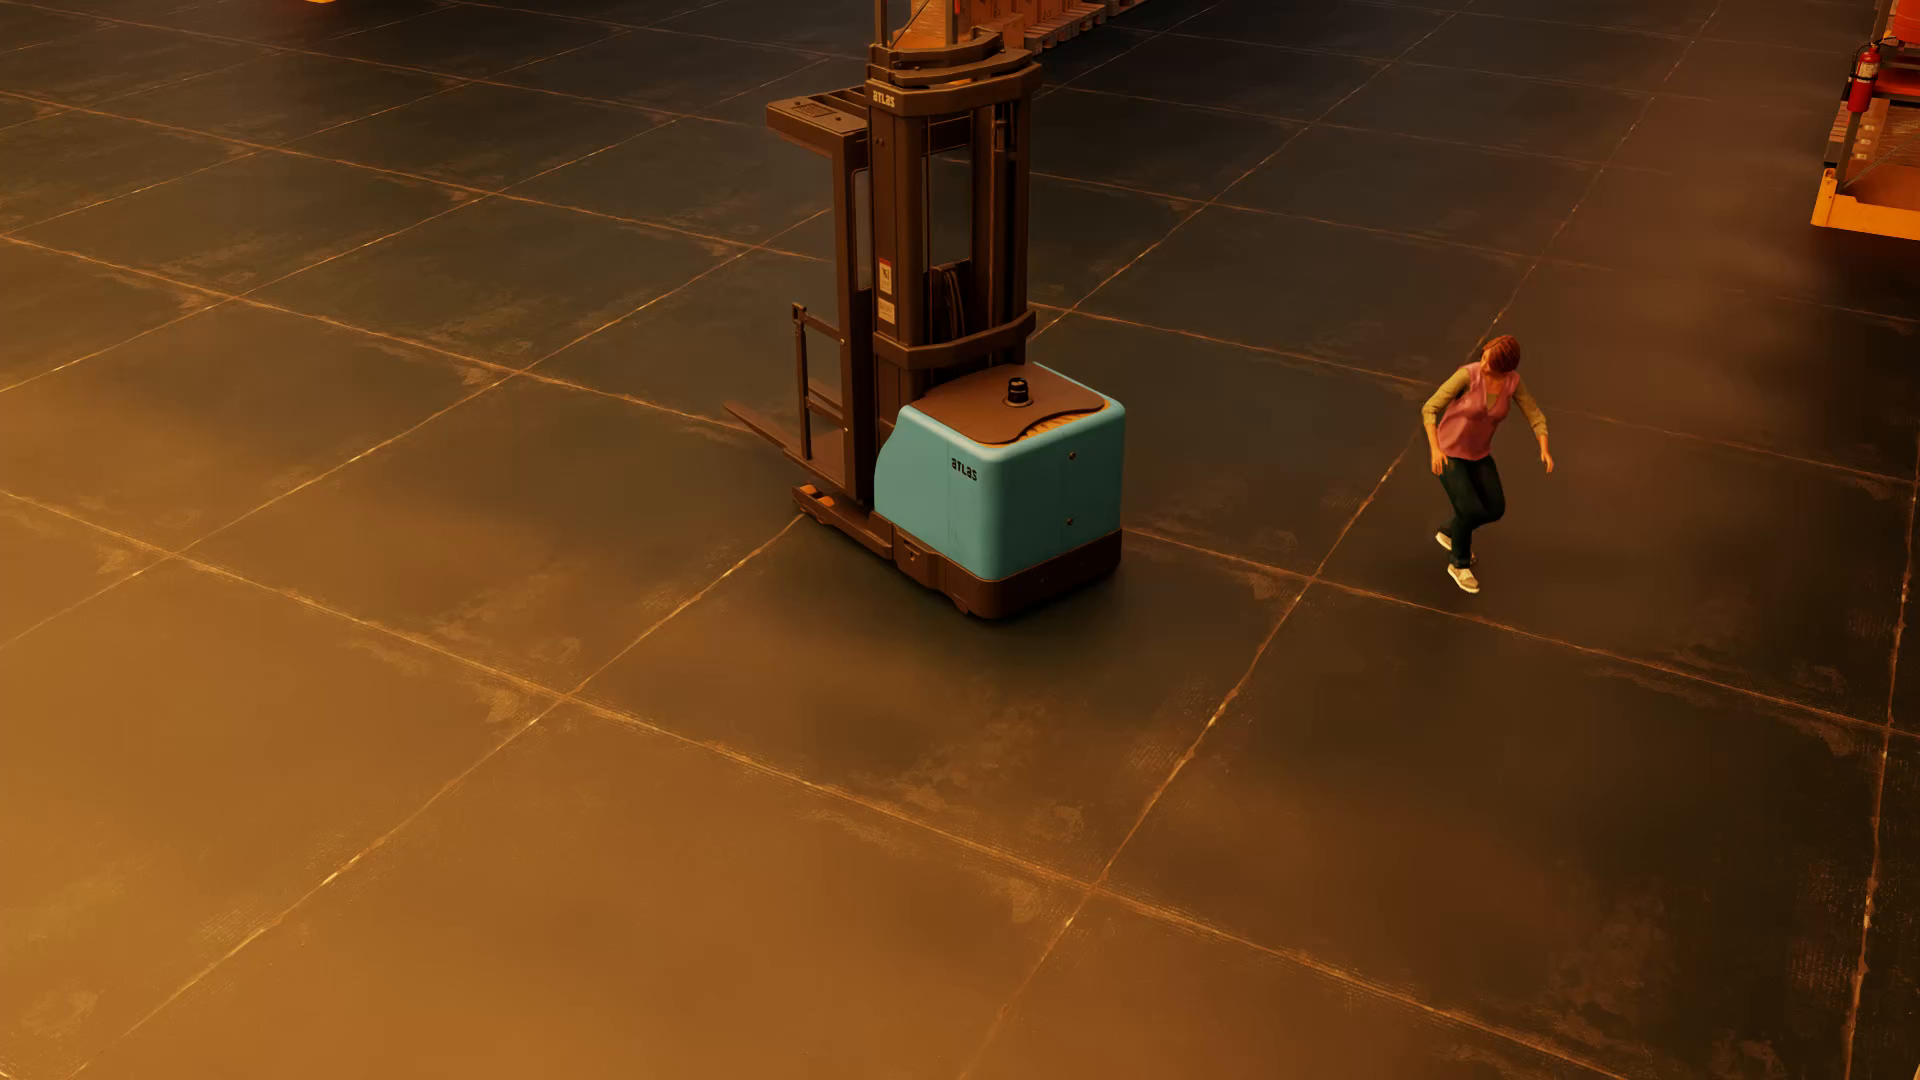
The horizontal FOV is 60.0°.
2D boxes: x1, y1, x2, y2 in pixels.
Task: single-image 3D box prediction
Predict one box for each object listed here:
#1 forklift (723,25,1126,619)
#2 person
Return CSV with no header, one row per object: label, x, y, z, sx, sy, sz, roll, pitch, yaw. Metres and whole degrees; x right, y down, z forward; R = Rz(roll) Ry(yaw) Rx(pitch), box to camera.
forklift,-0.382,-1.507,9.682,1.130,2.935,3.031,-22,37,-33
person,2.892,-0.416,9.232,0.694,1.499,0.672,-10,31,-16
